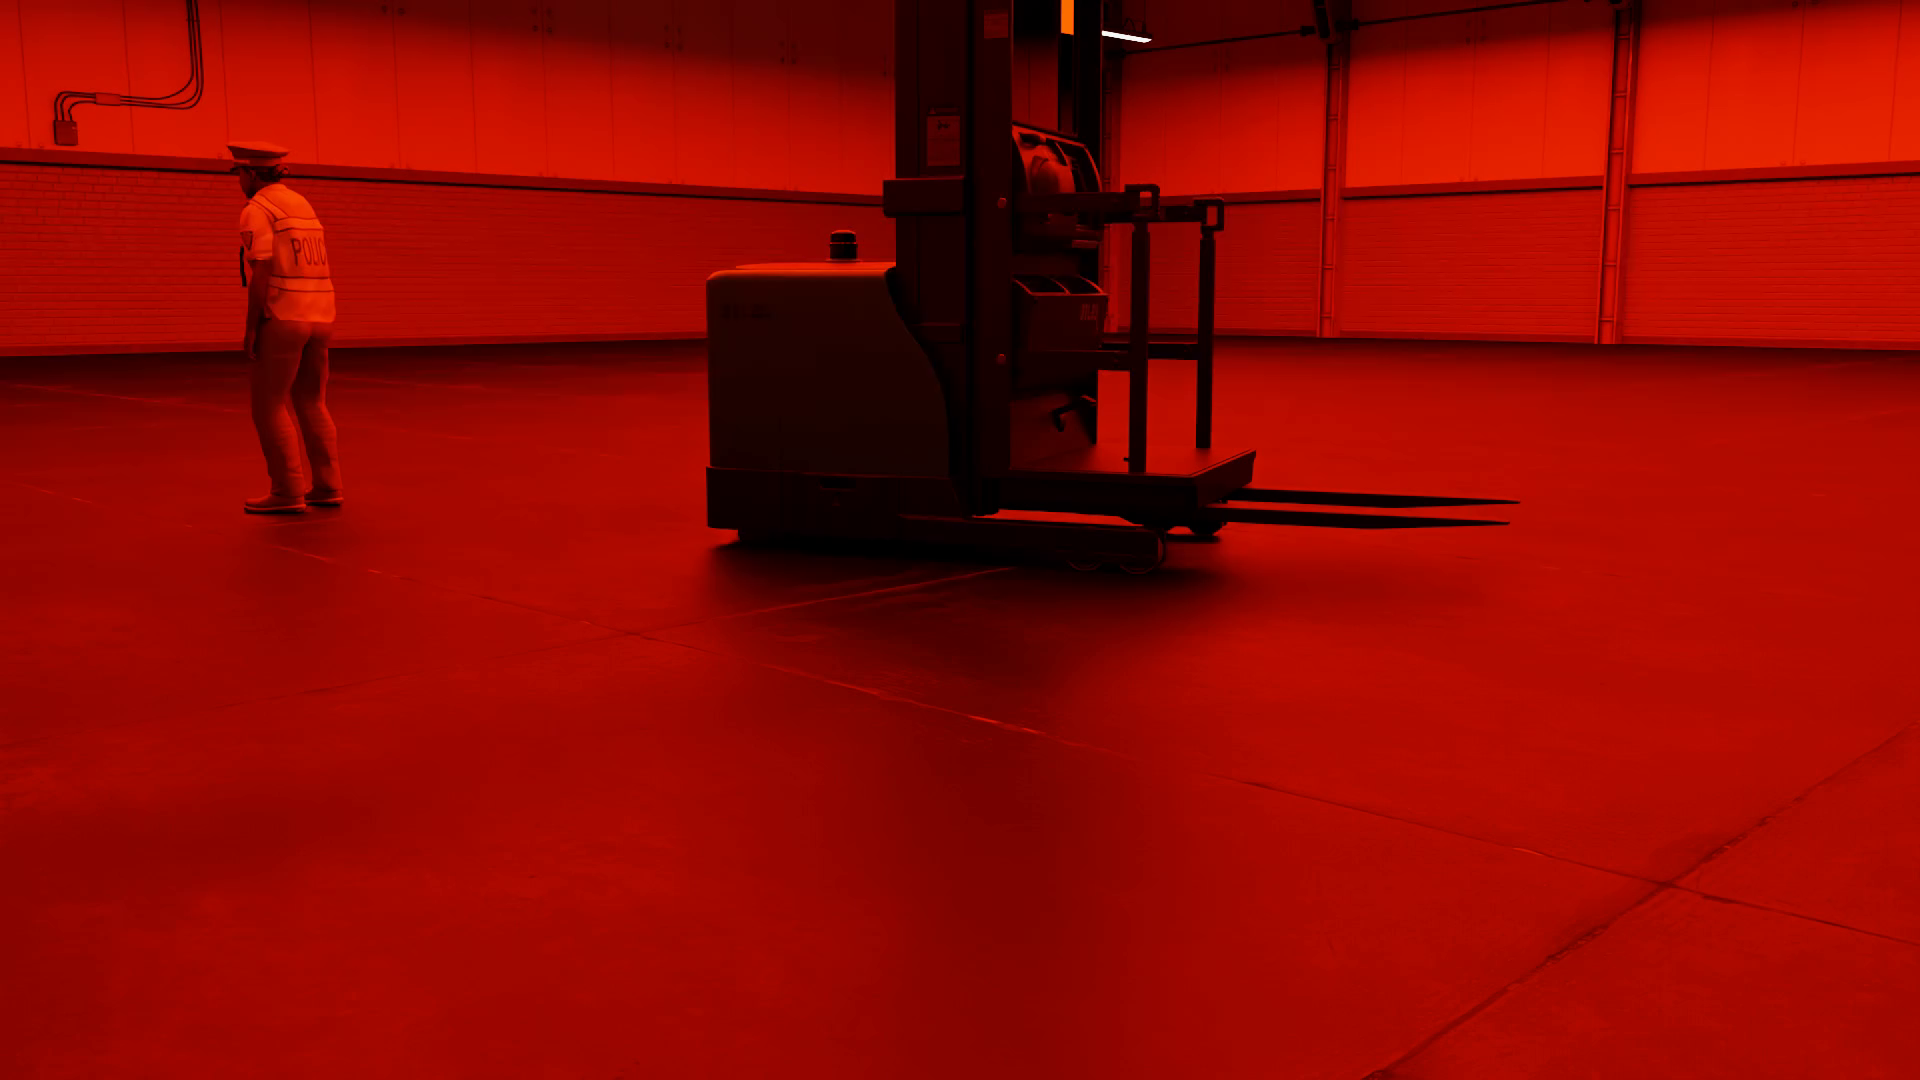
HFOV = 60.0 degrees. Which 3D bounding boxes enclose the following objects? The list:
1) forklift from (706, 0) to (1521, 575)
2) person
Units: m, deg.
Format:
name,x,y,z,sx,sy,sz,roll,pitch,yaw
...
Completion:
name,x,y,z,sx,sy,sz,roll,pitch,yaw
forklift,0.565,-1.416,6.275,3.031,2.935,1.130,3,9,22
person,-3.057,-0.964,7.553,0.397,1.658,0.528,2,9,15
